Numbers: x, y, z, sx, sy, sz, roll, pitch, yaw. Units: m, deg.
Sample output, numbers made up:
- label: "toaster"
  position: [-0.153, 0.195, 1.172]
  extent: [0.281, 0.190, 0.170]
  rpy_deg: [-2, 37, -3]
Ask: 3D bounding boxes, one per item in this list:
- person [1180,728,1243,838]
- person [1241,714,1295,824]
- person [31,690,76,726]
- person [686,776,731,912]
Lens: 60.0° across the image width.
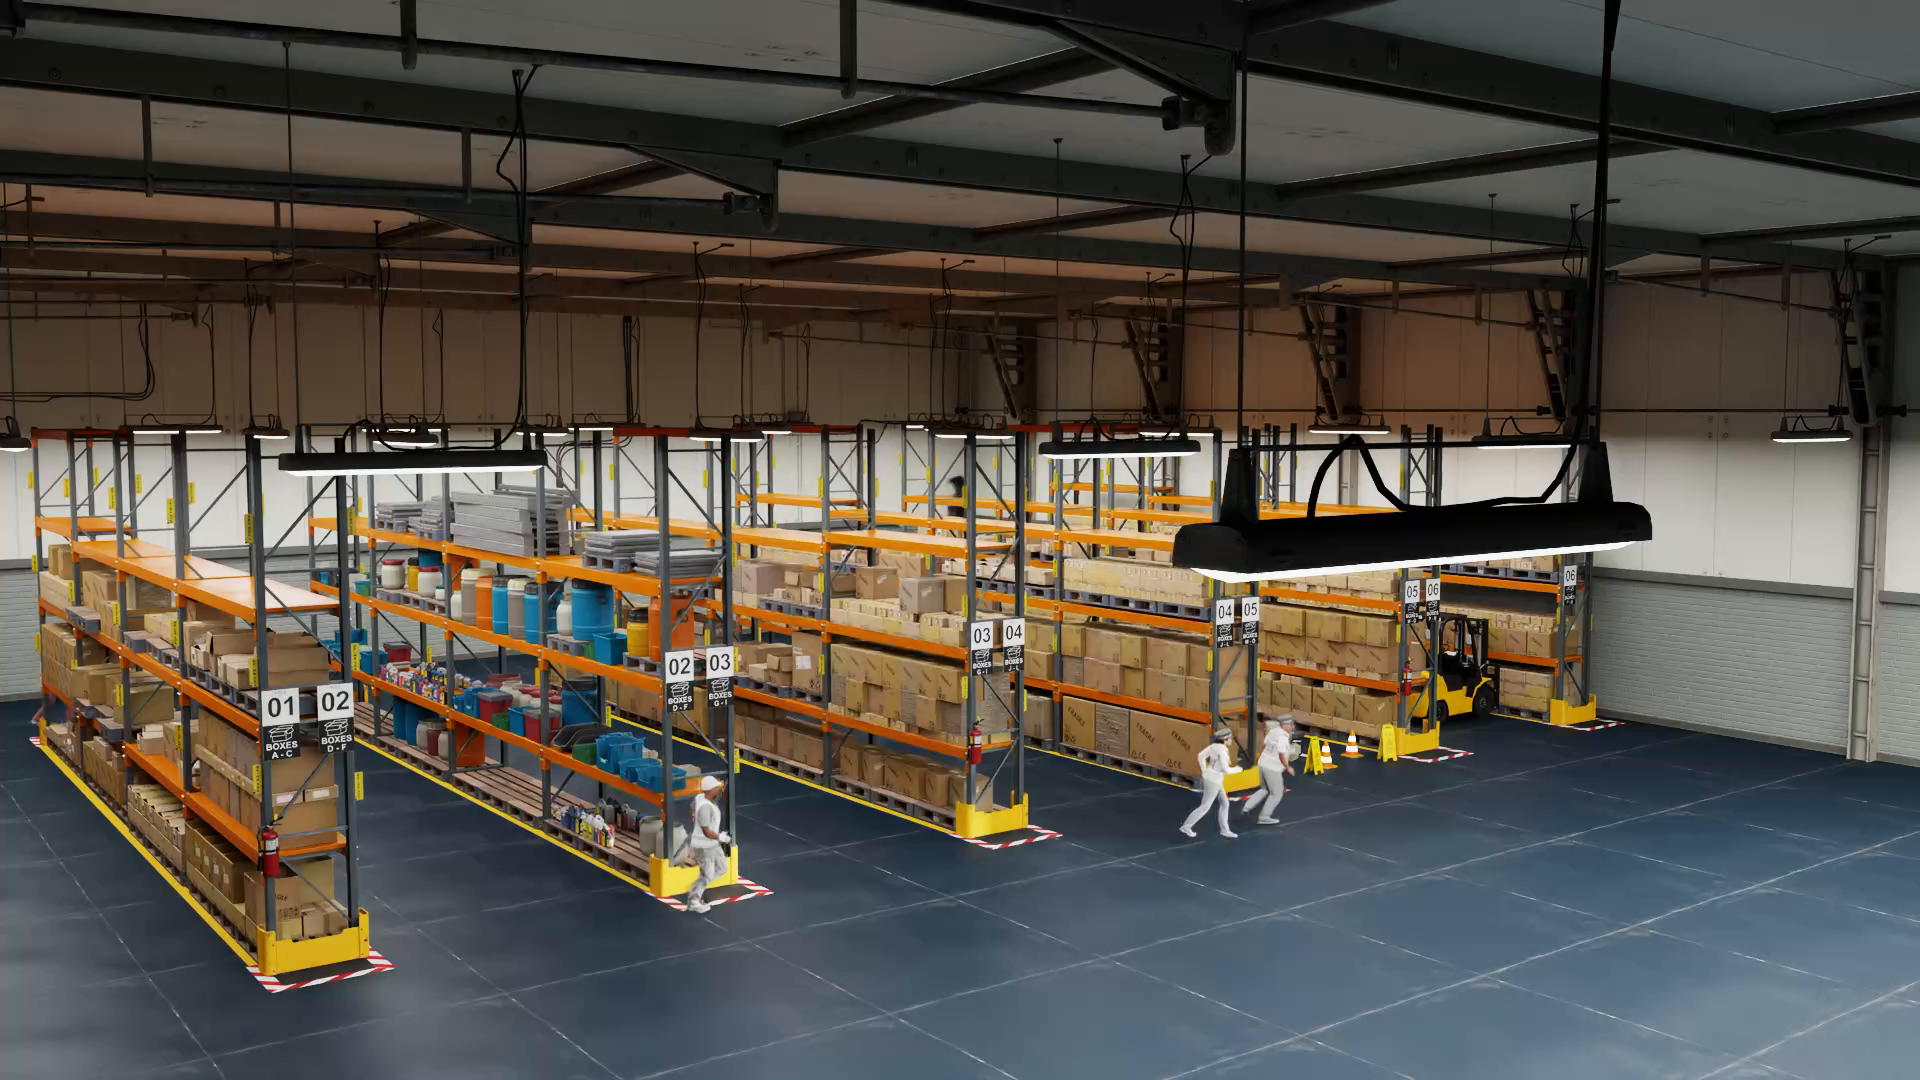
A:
- label: "person"
  position: [3.686, 3.587, 24.431]
  extent: [0.937, 1.656, 0.595]
  rpy_deg: [0, 4, -3]
- label: "person"
  position: [4.708, 3.493, 25.392]
  extent: [0.754, 1.685, 0.650]
  rpy_deg: [-1, 5, -14]
- label: "person"
  position: [-17.903, 2.926, 32.878]
  extent: [0.890, 1.701, 0.521]
  rpy_deg: [0, 4, -6]
- label: "person"
  position: [-3.163, 3.815, 20.876]
  extent: [0.576, 1.736, 0.685]
  rpy_deg: [0, 4, -3]
